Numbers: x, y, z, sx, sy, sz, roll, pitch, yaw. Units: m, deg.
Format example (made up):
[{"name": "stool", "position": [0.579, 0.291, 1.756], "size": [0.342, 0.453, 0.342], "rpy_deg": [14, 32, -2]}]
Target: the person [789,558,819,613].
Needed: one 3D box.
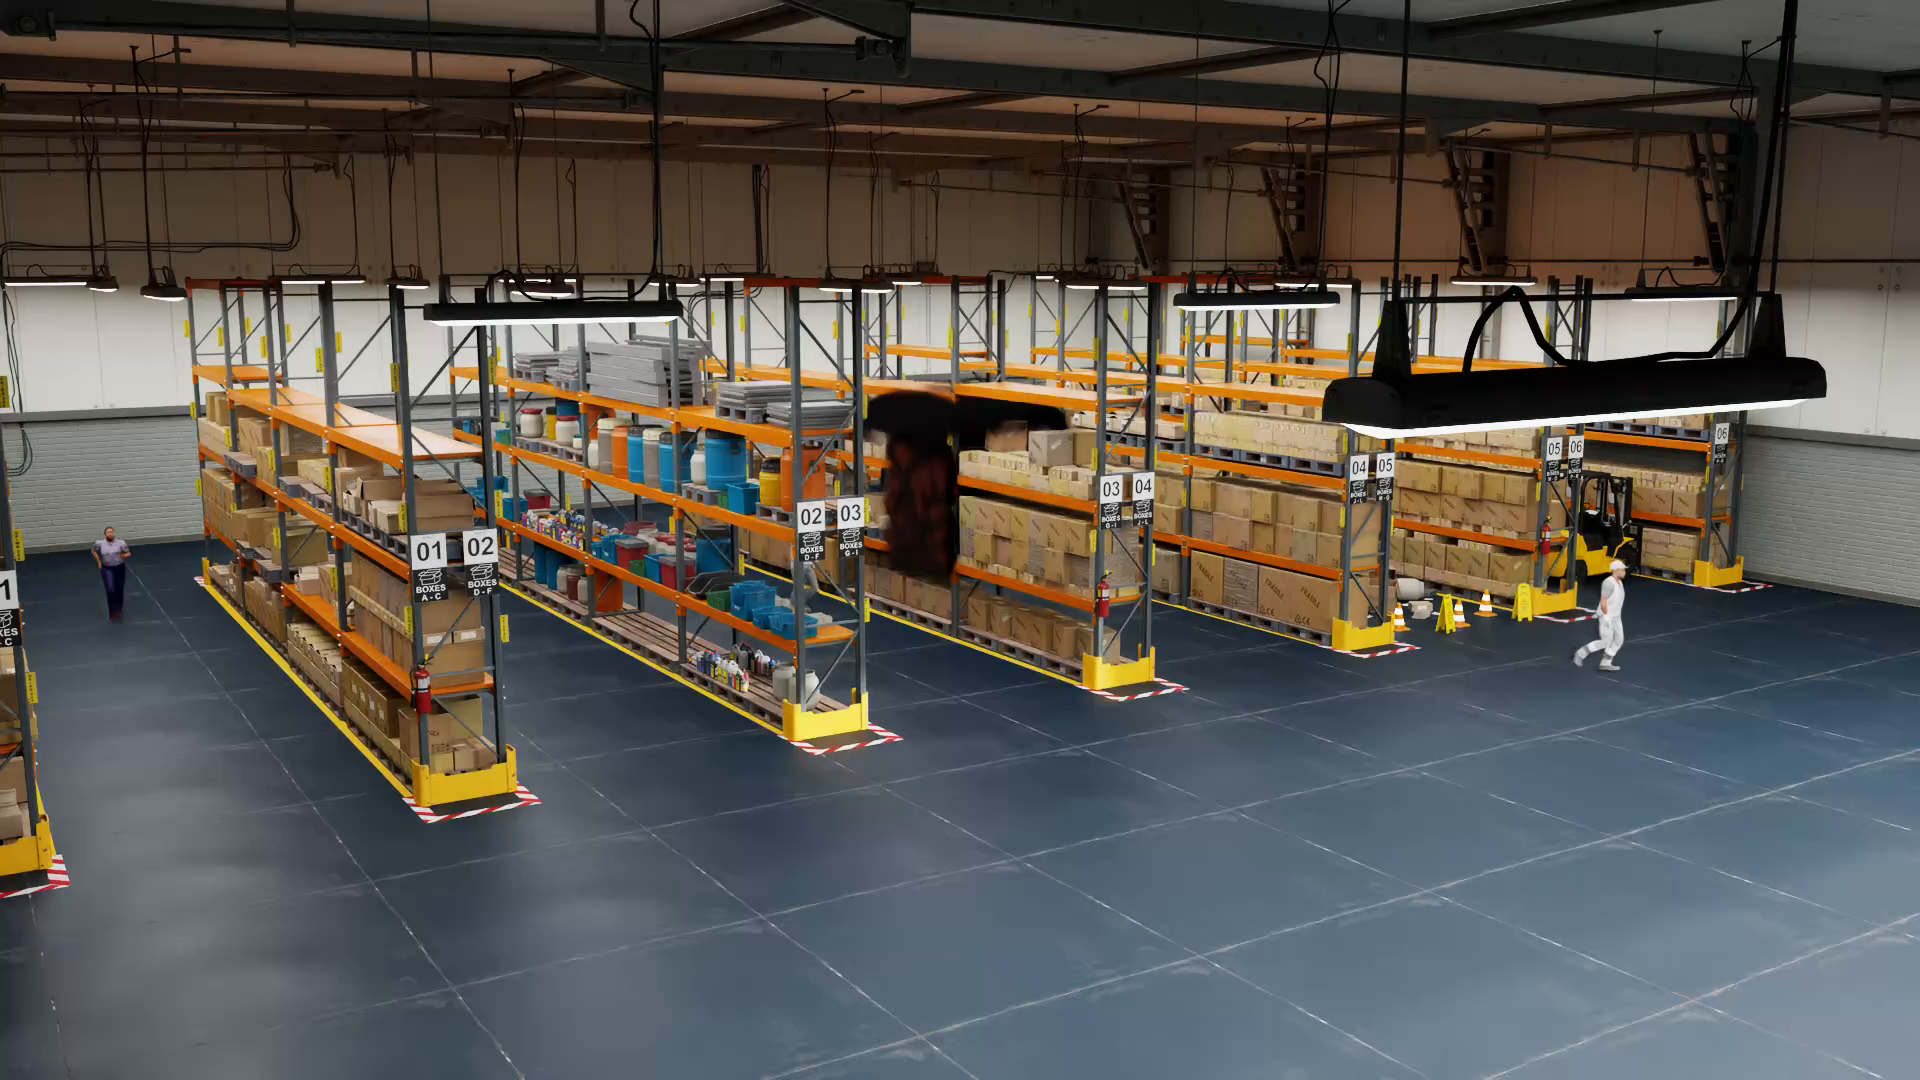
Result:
[{"name": "person", "position": [-2.664, 0.502, 28.566], "size": [0.797, 1.602, 0.608], "rpy_deg": [9, 13, 42]}]

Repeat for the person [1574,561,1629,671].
[{"name": "person", "position": [9.958, 1.171, 25.800], "size": [0.603, 1.727, 0.822], "rpy_deg": [9, 13, 42]}]

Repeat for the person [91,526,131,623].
[{"name": "person", "position": [-15.066, 0.582, 29.586], "size": [0.605, 1.688, 0.726], "rpy_deg": [-6, 11, -32]}]
